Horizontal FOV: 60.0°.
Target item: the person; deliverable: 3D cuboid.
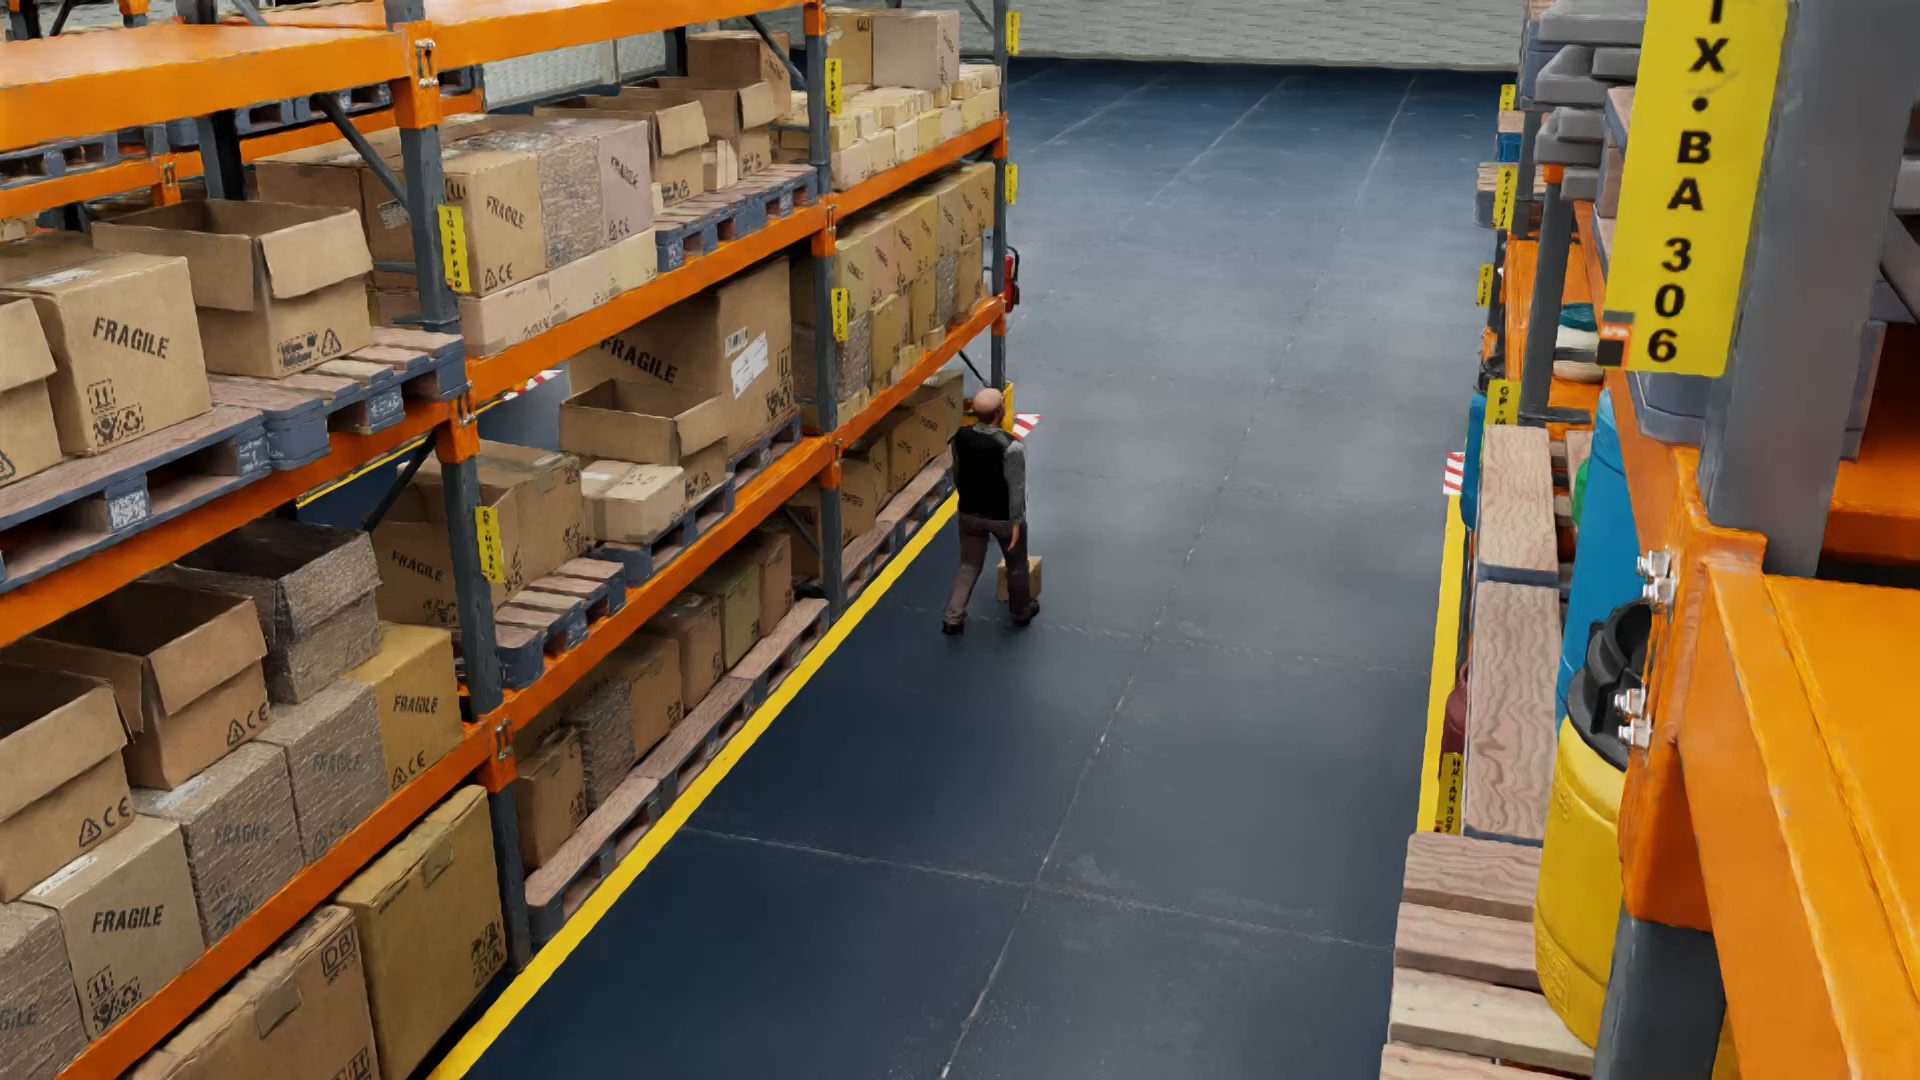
[{"bbox_3d":[0.224,-0.183,10.592,0.537,1.695,0.876,10,24,23],"label":"person"}]
